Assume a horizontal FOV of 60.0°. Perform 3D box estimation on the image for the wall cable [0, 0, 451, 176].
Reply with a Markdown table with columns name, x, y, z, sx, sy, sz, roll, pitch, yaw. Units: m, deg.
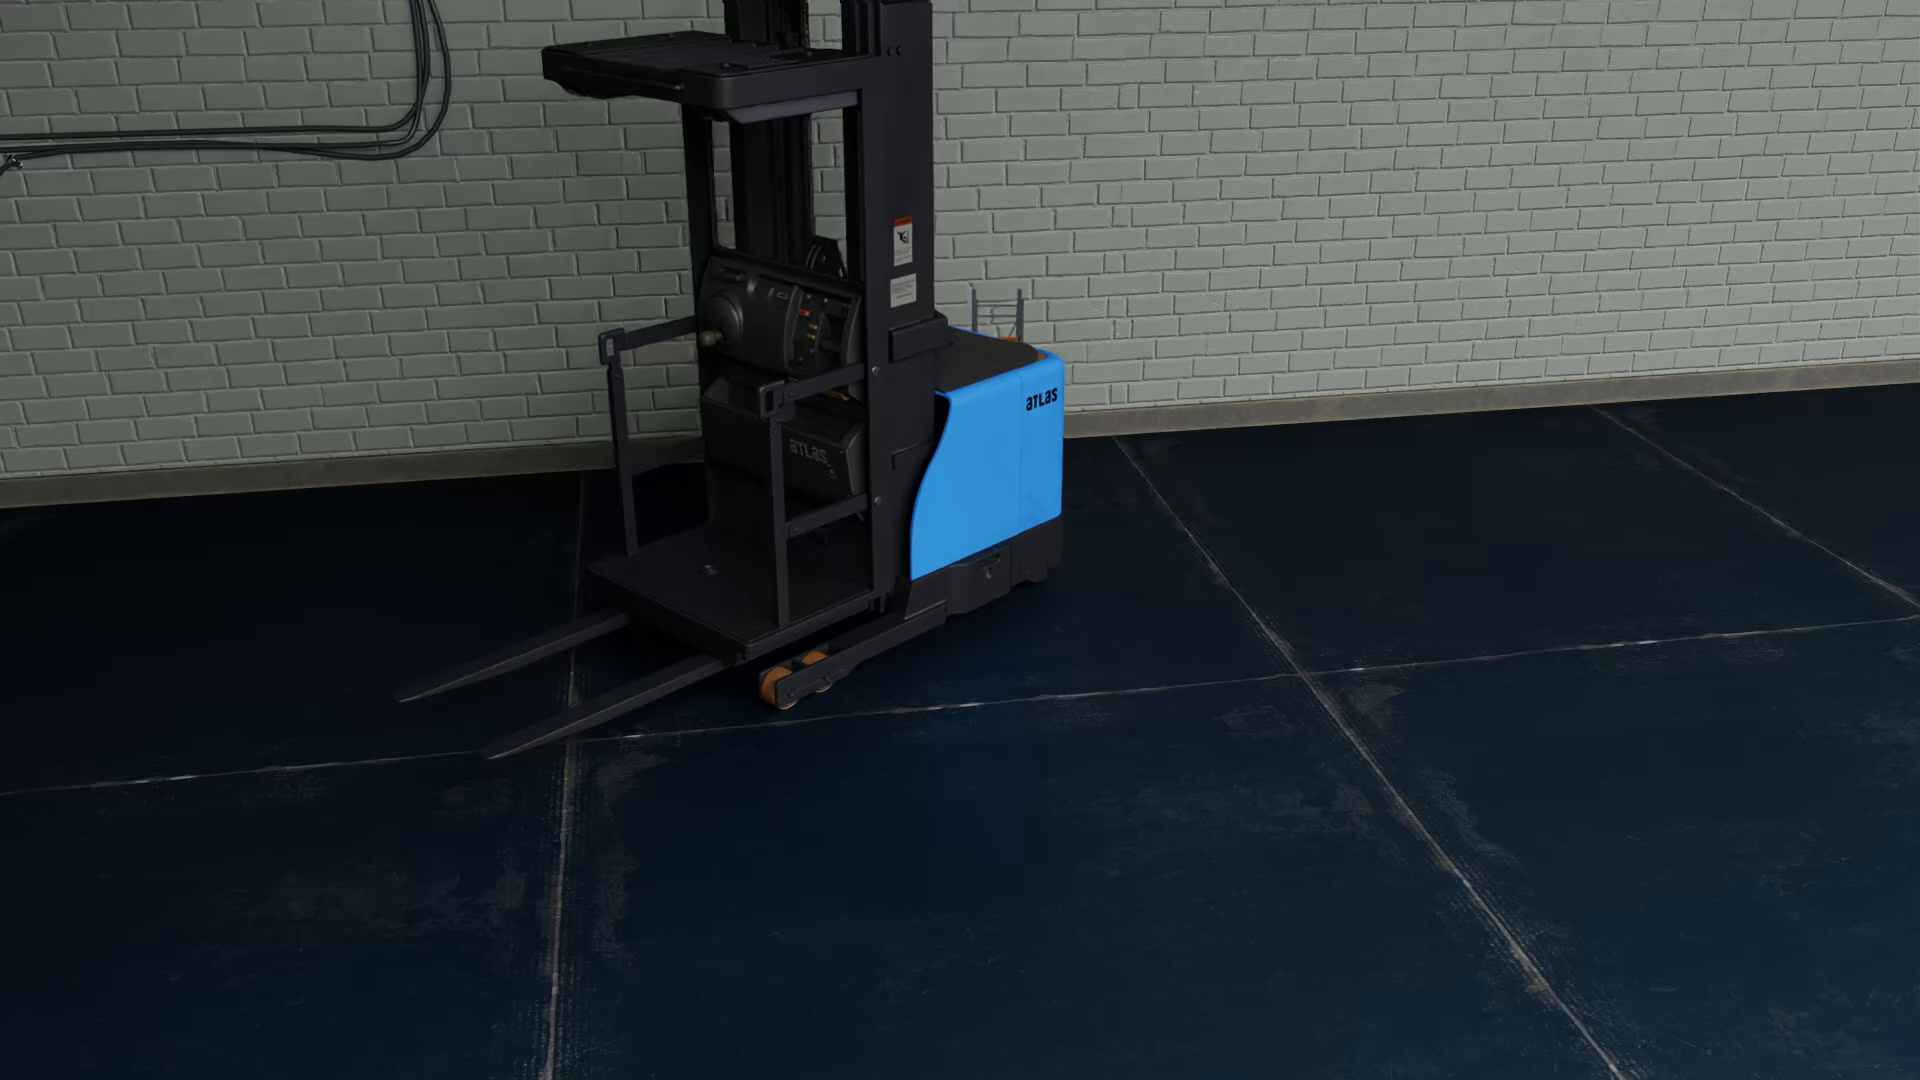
| name | x | y | z | sx | sy | sz | roll | pitch | yaw |
| --- | --- | --- | --- | --- | --- | --- | --- | --- | --- |
| wall cable | -4.023 | -2.927 | 7.587 | 3.097 | 2.526 | 0.112 | -4 | 24 | -10 |

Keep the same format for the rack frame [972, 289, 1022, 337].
| name | x | y | z | sx | sy | sz | roll | pitch | yaw |
| --- | --- | --- | --- | --- | --- | --- | --- | --- | --- |
| rack frame | 0.177 | -0.661 | 8.265 | 0.240 | 1.200 | 0.006 | -1 | 24 | -1 |

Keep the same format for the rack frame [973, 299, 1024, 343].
| name | x | y | z | sx | sy | sz | roll | pitch | yaw |
| --- | --- | --- | --- | --- | --- | --- | --- | --- | --- |
| rack frame | 0.182 | -0.588 | 8.097 | 0.240 | 1.200 | 0.006 | -1 | 24 | -1 |

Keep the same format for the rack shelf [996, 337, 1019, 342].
| name | x | y | z | sx | sy | sz | roll | pitch | yaw |
| --- | --- | --- | --- | --- | --- | --- | --- | --- | --- |
| rack shelf | 0.180 | -0.914 | 8.055 | 0.258 | 0.103 | 0.180 | -1 | 24 | -1 |

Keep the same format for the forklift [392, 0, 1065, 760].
| name | x | y | z | sx | sy | sz | roll | pitch | yaw |
| --- | --- | --- | --- | --- | --- | --- | --- | --- | --- |
| forklift | -0.886 | -0.892 | 6.631 | 1.130 | 2.935 | 3.031 | 21 | 31 | 39 |

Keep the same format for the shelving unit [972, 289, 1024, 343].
| name | x | y | z | sx | sy | sz | roll | pitch | yaw |
| --- | --- | --- | --- | --- | --- | --- | --- | --- | --- |
| shelving unit | 0.180 | -0.625 | 8.181 | 0.258 | 1.200 | 0.189 | -1 | 24 | -1 |
